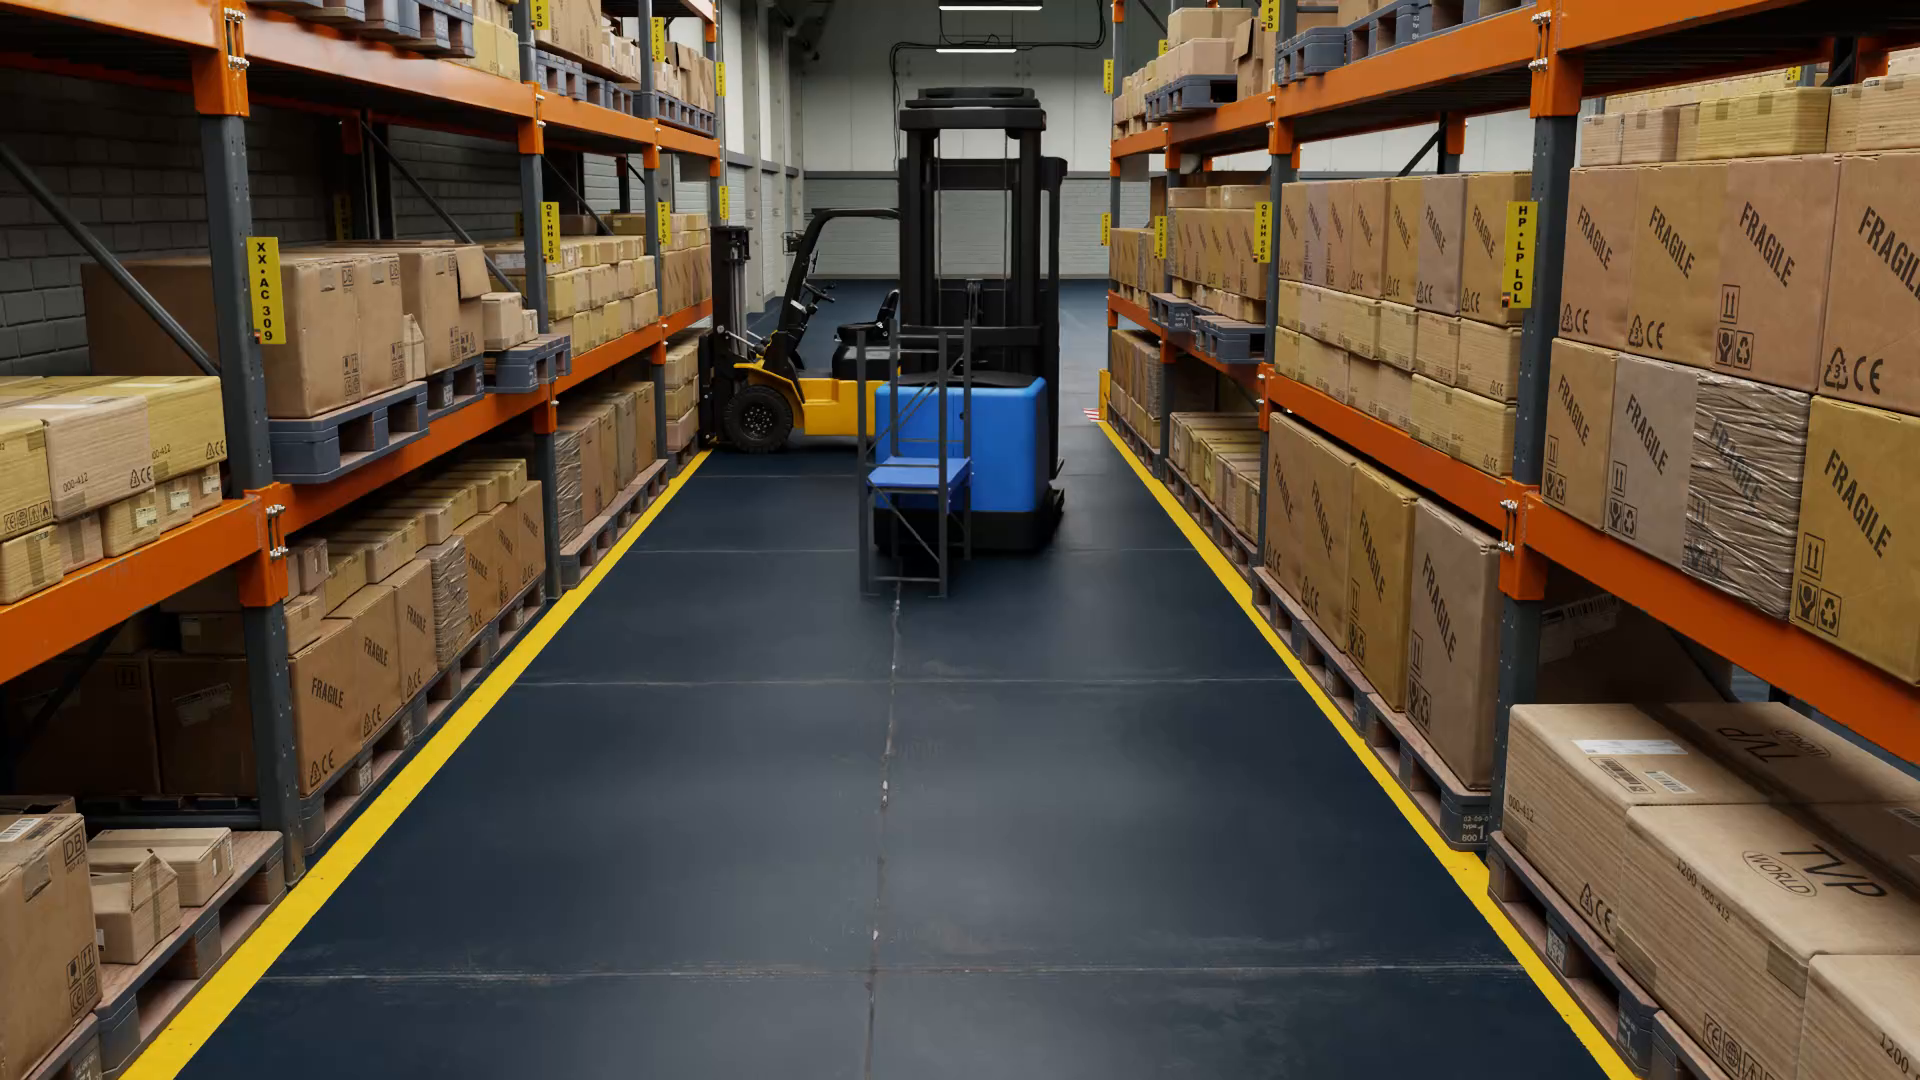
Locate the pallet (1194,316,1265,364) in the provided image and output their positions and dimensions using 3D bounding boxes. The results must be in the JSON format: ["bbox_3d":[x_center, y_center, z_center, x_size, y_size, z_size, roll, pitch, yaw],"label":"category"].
[{"bbox_3d":[2.078,-1.202,9.923,1.213,0.211,1.003,0,11,-1],"label":"pallet"}]

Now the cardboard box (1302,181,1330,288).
[{"bbox_3d":[1.985,-1.496,8.124,0.500,0.500,0.500,0,11,-1],"label":"cardboard box"}]

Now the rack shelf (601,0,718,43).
[{"bbox_3d":[-2.887,-4.718,14.497,1.077,0.370,4.000,0,11,-1],"label":"rack shelf"}]

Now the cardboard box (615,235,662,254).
[{"bbox_3d":[-2.590,-2.360,13.266,0.380,0.149,0.250,0,11,-2],"label":"cardboard box"}]

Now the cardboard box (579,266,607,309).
[{"bbox_3d":[-2.530,-1.598,10.512,0.500,0.250,0.500,-1,11,-3],"label":"cardboard box"}]

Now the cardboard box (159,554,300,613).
[{"bbox_3d":[-2.483,0.145,5.653,0.380,0.149,0.250,0,11,-2],"label":"cardboard box"}]

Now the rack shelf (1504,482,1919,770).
[{"bbox_3d":[2.323,0.390,3.400,1.077,0.370,4.000,0,11,-1],"label":"rack shelf"}]

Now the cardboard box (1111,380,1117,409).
[{"bbox_3d":[1.774,-1.442,16.482,0.500,0.250,0.500,0,11,-2],"label":"cardboard box"}]

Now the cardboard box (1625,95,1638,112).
[{"bbox_3d":[6.678,-4.217,16.083,0.380,0.149,0.250,0,11,-1],"label":"cardboard box"}]

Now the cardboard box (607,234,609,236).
[{"bbox_3d":[-3.102,-2.562,14.261,0.380,0.149,0.250,0,11,1],"label":"cardboard box"}]

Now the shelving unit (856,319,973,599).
[{"bbox_3d":[-0.252,-0.511,9.808,0.538,1.500,1.048,2,12,8],"label":"shelving unit"}]

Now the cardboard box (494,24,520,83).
[{"bbox_3d":[-2.510,-2.429,8.322,0.500,0.250,0.500,-1,11,-3],"label":"cardboard box"}]

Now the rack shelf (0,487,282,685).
[{"bbox_3d":[-2.639,0.411,3.296,1.077,0.370,4.000,0,11,-1],"label":"rack shelf"}]

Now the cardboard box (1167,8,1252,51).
[{"bbox_3d":[1.748,-3.581,11.684,0.500,0.250,0.500,0,11,-2],"label":"cardboard box"}]

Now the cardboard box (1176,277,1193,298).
[{"bbox_3d":[1.808,-1.872,12.318,0.380,0.149,0.250,0,11,0],"label":"cardboard box"}]

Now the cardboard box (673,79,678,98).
[{"bbox_3d":[-2.568,-3.774,13.897,0.380,0.149,0.250,0,11,1],"label":"cardboard box"}]

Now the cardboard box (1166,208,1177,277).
[{"bbox_3d":[1.839,-2.256,12.581,0.500,0.500,0.500,0,11,0],"label":"cardboard box"}]

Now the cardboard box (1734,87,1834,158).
[{"bbox_3d":[2.018,-0.949,3.794,0.380,0.149,0.250,-1,11,-3],"label":"cardboard box"}]

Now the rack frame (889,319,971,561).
[{"bbox_3d":[-0.182,-0.612,10.301,0.500,1.500,0.032,2,12,8],"label":"rack frame"}]

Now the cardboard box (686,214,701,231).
[{"bbox_3d":[-2.584,-2.913,15.243,0.380,0.149,0.250,0,11,0],"label":"cardboard box"}]

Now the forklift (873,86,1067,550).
[{"bbox_3d":[0.165,-1.614,11.641,1.130,2.935,3.031,2,12,8],"label":"forklift"}]

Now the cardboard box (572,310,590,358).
[{"bbox_3d":[-2.534,-1.250,10.051,0.500,0.250,0.500,0,11,-2],"label":"cardboard box"}]

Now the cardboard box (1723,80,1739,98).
[{"bbox_3d":[6.719,-3.816,14.102,0.380,0.149,0.250,0,11,-1],"label":"cardboard box"}]

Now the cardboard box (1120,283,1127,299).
[{"bbox_3d":[1.737,-2.400,15.976,0.380,0.149,0.250,0,11,0],"label":"cardboard box"}]

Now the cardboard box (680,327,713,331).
[{"bbox_3d":[-2.607,-1.982,16.630,0.500,0.250,0.500,0,11,1],"label":"cardboard box"}]

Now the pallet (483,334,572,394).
[{"bbox_3d":[-2.679,-0.905,8.460,1.213,0.211,1.003,0,11,-1],"label":"pallet"}]

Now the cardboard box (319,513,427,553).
[{"bbox_3d":[-2.547,-0.023,7.226,0.380,0.149,0.250,0,11,-1],"label":"cardboard box"}]

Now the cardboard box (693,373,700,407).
[{"bbox_3d":[-2.559,-1.330,14.671,0.500,0.250,0.500,0,11,-2],"label":"cardboard box"}]

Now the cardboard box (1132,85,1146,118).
[{"bbox_3d":[1.805,-3.882,14.734,0.500,0.250,0.500,0,11,0],"label":"cardboard box"}]

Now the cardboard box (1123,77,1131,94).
[{"bbox_3d":[1.733,-4.261,15.601,0.380,0.149,0.250,0,11,-1],"label":"cardboard box"}]

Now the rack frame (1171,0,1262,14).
[{"bbox_3d":[2.116,-4.890,12.531,1.000,3.000,0.127,0,11,-1],"label":"rack frame"}]

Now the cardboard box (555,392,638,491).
[{"bbox_3d":[-2.816,-0.713,11.946,0.875,0.625,0.625,0,11,-2],"label":"cardboard box"}]

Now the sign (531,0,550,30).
[{"bbox_3d":[-2.221,-2.859,8.763,0.100,0.325,0.005,0,11,-1],"label":"sign"}]

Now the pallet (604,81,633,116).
[{"bbox_3d":[-2.815,-3.130,11.880,0.805,0.209,1.217,-1,11,-3],"label":"pallet"}]

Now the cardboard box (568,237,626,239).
[{"bbox_3d":[-2.641,-2.129,12.125,0.380,0.149,0.250,0,11,-1],"label":"cardboard box"}]

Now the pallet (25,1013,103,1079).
[{"bbox_3d":[-2.639,1.408,3.590,1.003,0.211,1.213,0,11,-1],"label":"pallet"}]

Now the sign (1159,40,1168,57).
[{"bbox_3d":[1.574,-3.670,12.759,0.100,0.325,0.005,0,11,-1],"label":"sign"}]

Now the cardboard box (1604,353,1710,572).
[{"bbox_3d":[2.036,-0.214,4.320,0.500,0.500,0.500,0,11,-1],"label":"cardboard box"}]

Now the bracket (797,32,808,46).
[{"bbox_3d":[-4.019,-12.656,41.758,0.076,0.066,4.783,0,11,-1],"label":"bracket"}]

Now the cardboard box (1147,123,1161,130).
[{"bbox_3d":[1.798,-3.563,14.166,0.380,0.149,0.250,0,11,0],"label":"cardboard box"}]

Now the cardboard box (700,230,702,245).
[{"bbox_3d":[-2.616,-2.819,15.525,0.380,0.149,0.250,-1,11,-3],"label":"cardboard box"}]

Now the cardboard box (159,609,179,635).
[{"bbox_3d":[-2.987,0.238,5.939,0.380,0.149,0.250,0,11,-1],"label":"cardboard box"}]

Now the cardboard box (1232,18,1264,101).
[{"bbox_3d":[2.139,-2.979,10.393,0.797,0.503,0.637,0,11,-1],"label":"cardboard box"}]

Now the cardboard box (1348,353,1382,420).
[{"bbox_3d":[2.005,-0.679,7.238,0.500,0.250,0.500,0,11,-1],"label":"cardboard box"}]

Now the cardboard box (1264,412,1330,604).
[{"bbox_3d":[2.130,-0.182,8.699,0.875,0.875,0.875,0,11,-2],"label":"cardboard box"}]

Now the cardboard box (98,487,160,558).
[{"bbox_3d":[-2.365,-0.050,4.393,0.380,0.149,0.250,0,11,0],"label":"cardboard box"}]

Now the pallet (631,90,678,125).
[{"bbox_3d":[-2.890,-3.525,13.569,1.003,0.211,1.213,0,11,-1],"label":"pallet"}]

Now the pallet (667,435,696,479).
[{"bbox_3d":[-2.821,-0.721,14.080,1.003,0.211,1.213,0,11,-1],"label":"pallet"}]

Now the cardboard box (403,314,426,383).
[{"bbox_3d":[-2.326,-0.756,6.525,0.396,0.266,0.258,0,11,2],"label":"cardboard box"}]

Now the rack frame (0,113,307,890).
[{"bbox_3d":[-2.681,-0.339,5.184,1.000,3.000,0.127,0,11,-1],"label":"rack frame"}]

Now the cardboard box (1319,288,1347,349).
[{"bbox_3d":[1.970,-1.023,7.677,0.500,0.250,0.500,0,11,-1],"label":"cardboard box"}]

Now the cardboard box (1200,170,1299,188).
[{"bbox_3d":[2.324,-2.723,13.424,0.700,0.500,0.500,0,11,-2],"label":"cardboard box"}]

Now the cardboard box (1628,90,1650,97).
[{"bbox_3d":[6.746,-4.385,15.906,0.500,0.250,0.500,0,11,-2],"label":"cardboard box"}]

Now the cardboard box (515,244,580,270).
[{"bbox_3d":[-2.531,-1.721,10.116,0.380,0.149,0.250,0,11,-1],"label":"cardboard box"}]

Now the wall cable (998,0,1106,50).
[{"bbox_3d":[2.625,-15.283,47.425,3.097,2.526,0.112,0,11,-1],"label":"wall cable"}]

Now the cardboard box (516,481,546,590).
[{"bbox_3d":[-2.540,-0.031,8.901,0.500,0.500,0.500,0,11,0],"label":"cardboard box"}]

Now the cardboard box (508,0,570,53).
[{"bbox_3d":[-2.535,-3.053,9.459,0.500,0.500,0.500,0,11,-1],"label":"cardboard box"}]
